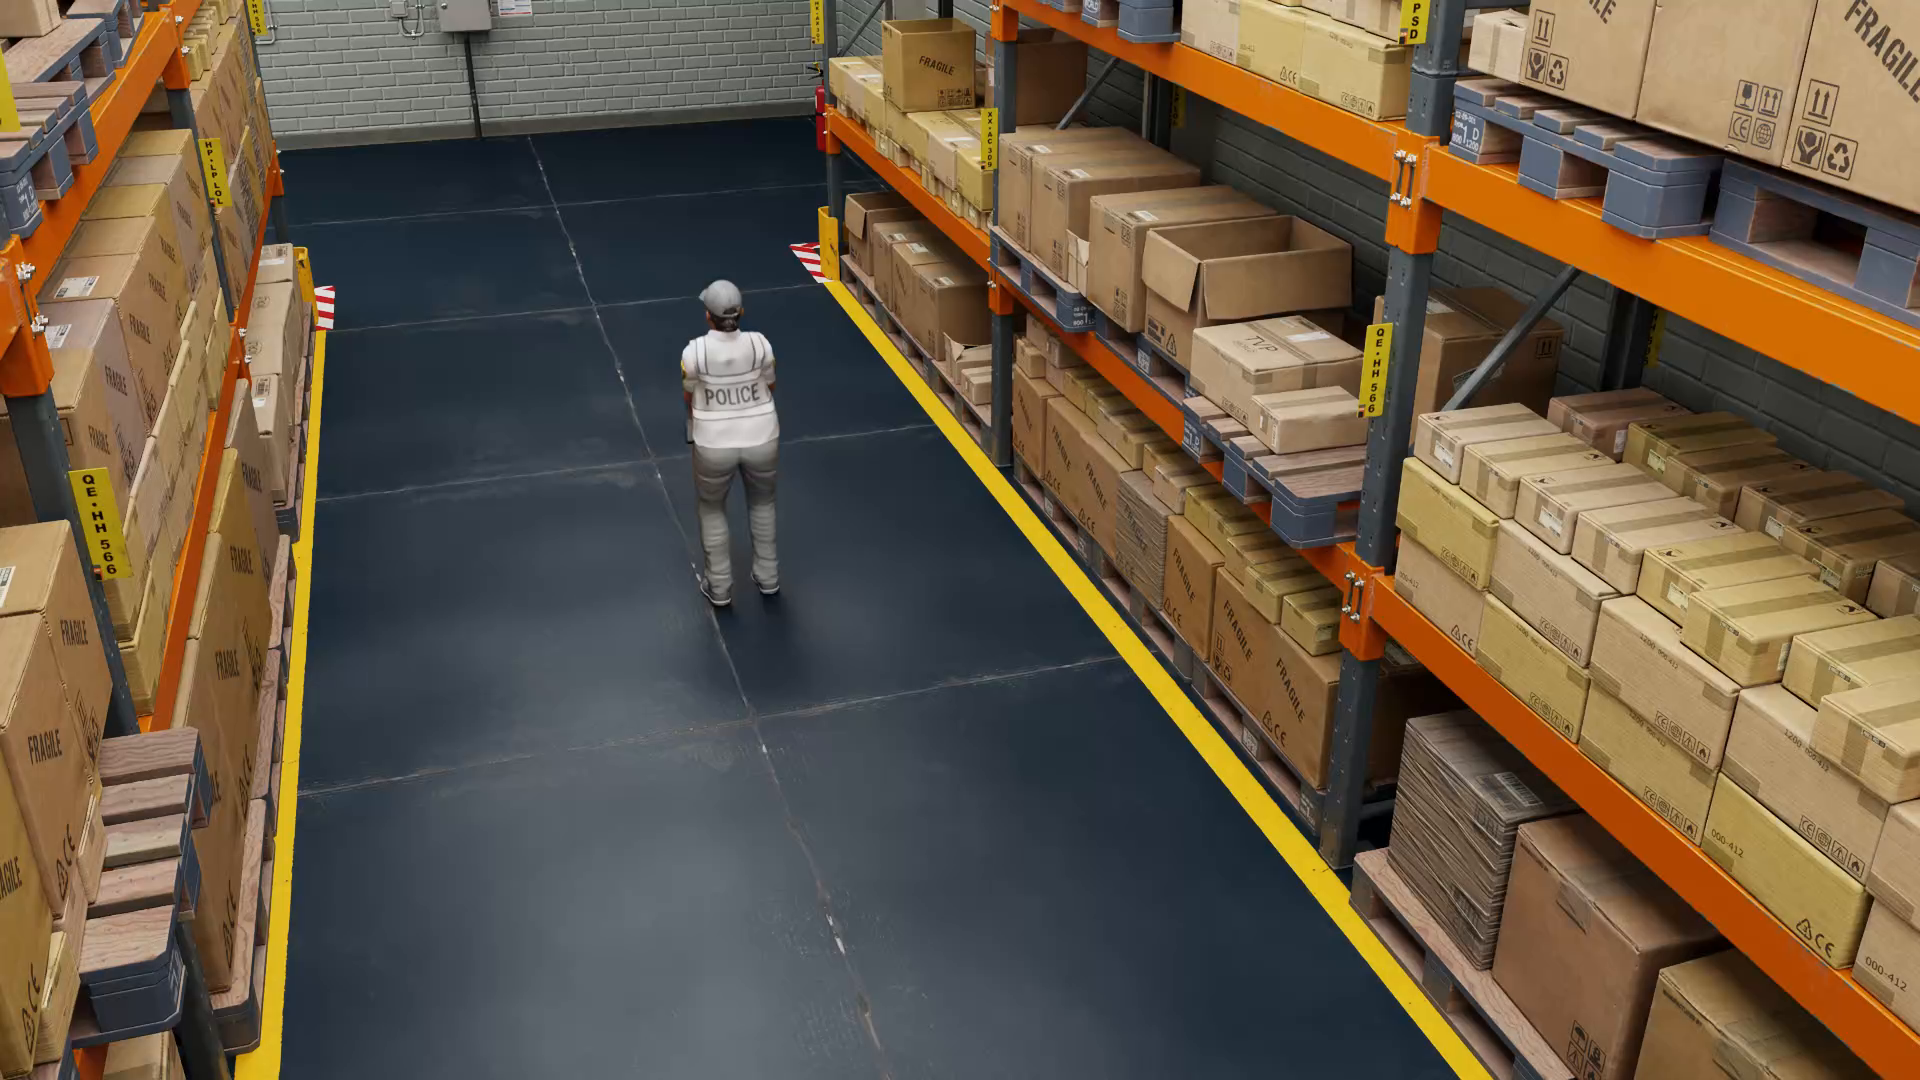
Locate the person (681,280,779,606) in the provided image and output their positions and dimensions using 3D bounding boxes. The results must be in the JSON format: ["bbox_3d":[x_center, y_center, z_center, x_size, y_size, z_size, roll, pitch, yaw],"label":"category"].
[{"bbox_3d":[-1.117,-0.492,8.110,0.455,1.660,0.536,-8,28,-16],"label":"person"}]
